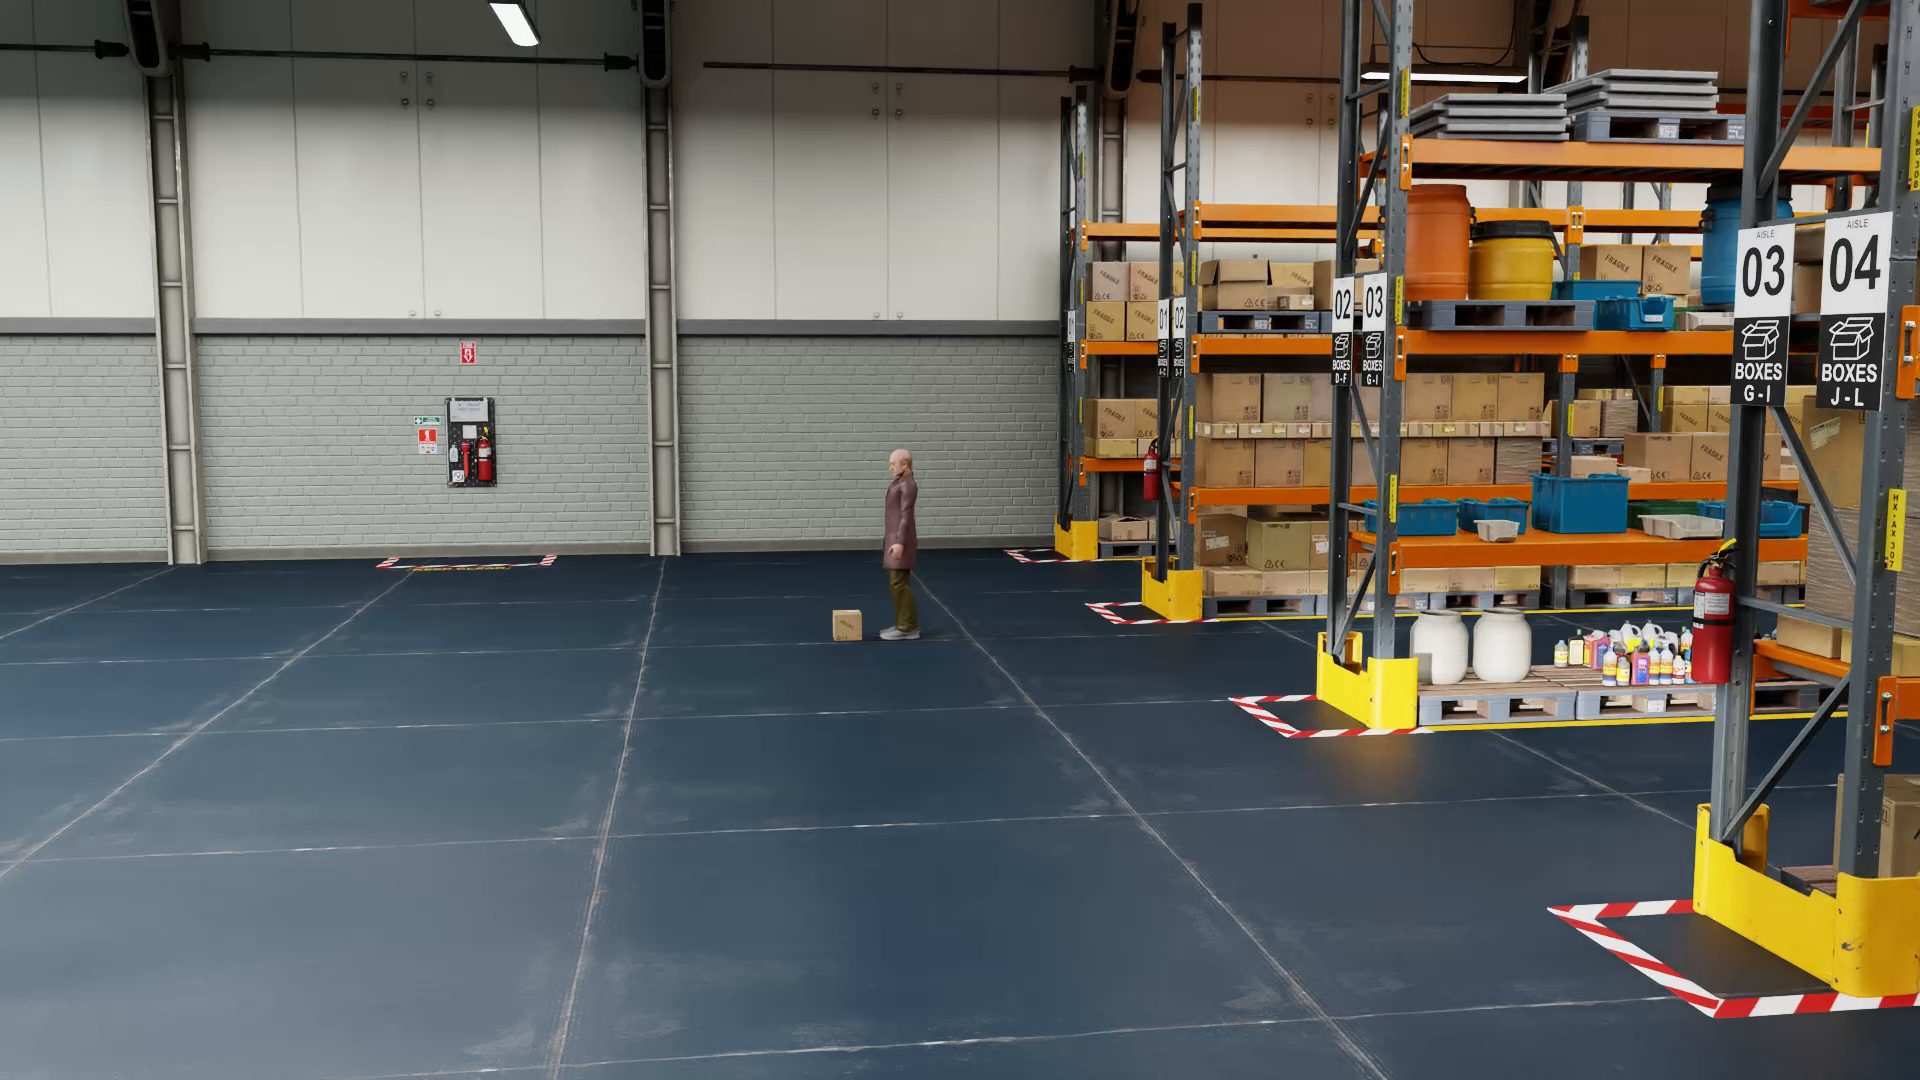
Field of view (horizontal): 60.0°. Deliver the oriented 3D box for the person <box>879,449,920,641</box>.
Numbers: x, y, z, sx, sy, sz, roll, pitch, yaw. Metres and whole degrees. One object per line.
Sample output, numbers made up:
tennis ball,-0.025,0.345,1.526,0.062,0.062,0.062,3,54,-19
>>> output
person,-0.562,0.042,15.476,0.388,1.782,0.562,-1,6,-8
